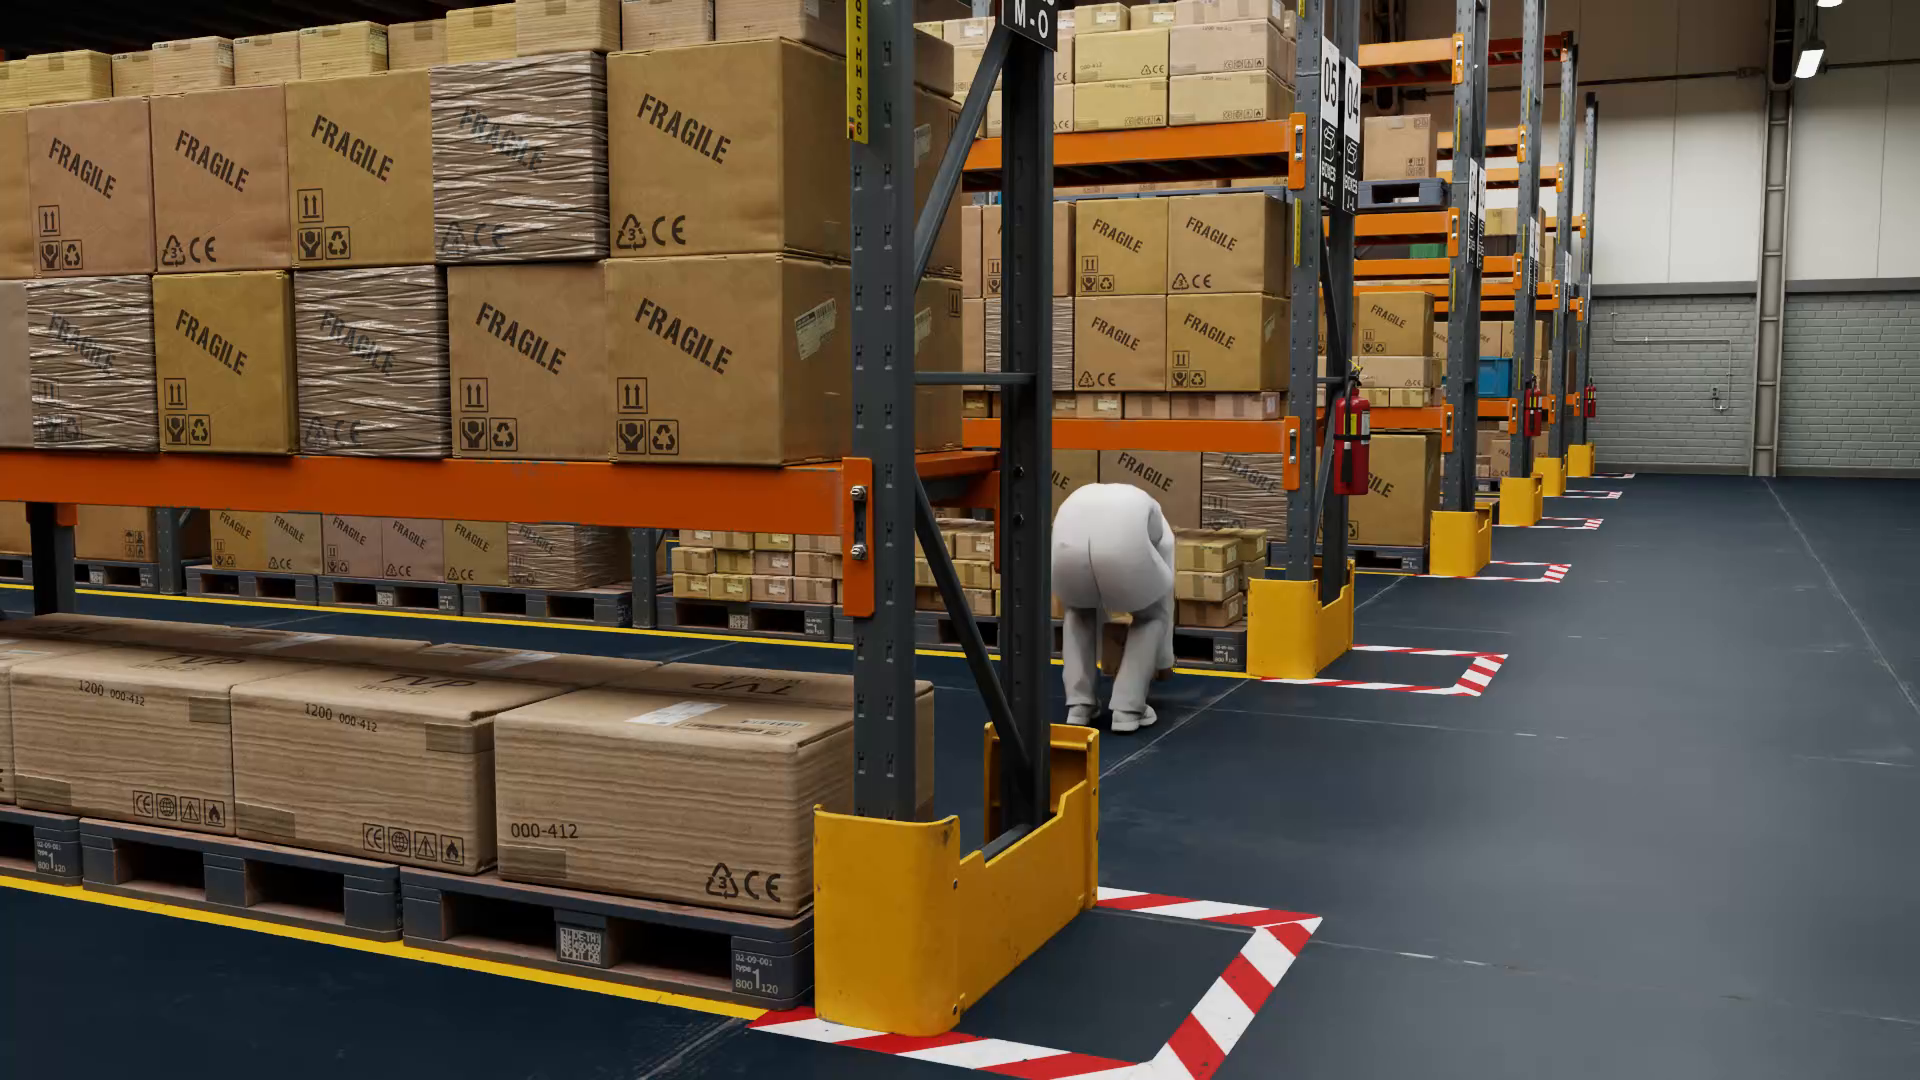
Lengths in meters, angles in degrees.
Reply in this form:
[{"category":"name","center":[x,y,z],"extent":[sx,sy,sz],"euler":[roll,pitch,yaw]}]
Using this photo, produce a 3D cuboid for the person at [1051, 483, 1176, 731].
[{"category":"person","center":[-2.735,-0.457,15.017],"extent":[12.466,1.066,12.725],"euler":[2,6,21]}]
